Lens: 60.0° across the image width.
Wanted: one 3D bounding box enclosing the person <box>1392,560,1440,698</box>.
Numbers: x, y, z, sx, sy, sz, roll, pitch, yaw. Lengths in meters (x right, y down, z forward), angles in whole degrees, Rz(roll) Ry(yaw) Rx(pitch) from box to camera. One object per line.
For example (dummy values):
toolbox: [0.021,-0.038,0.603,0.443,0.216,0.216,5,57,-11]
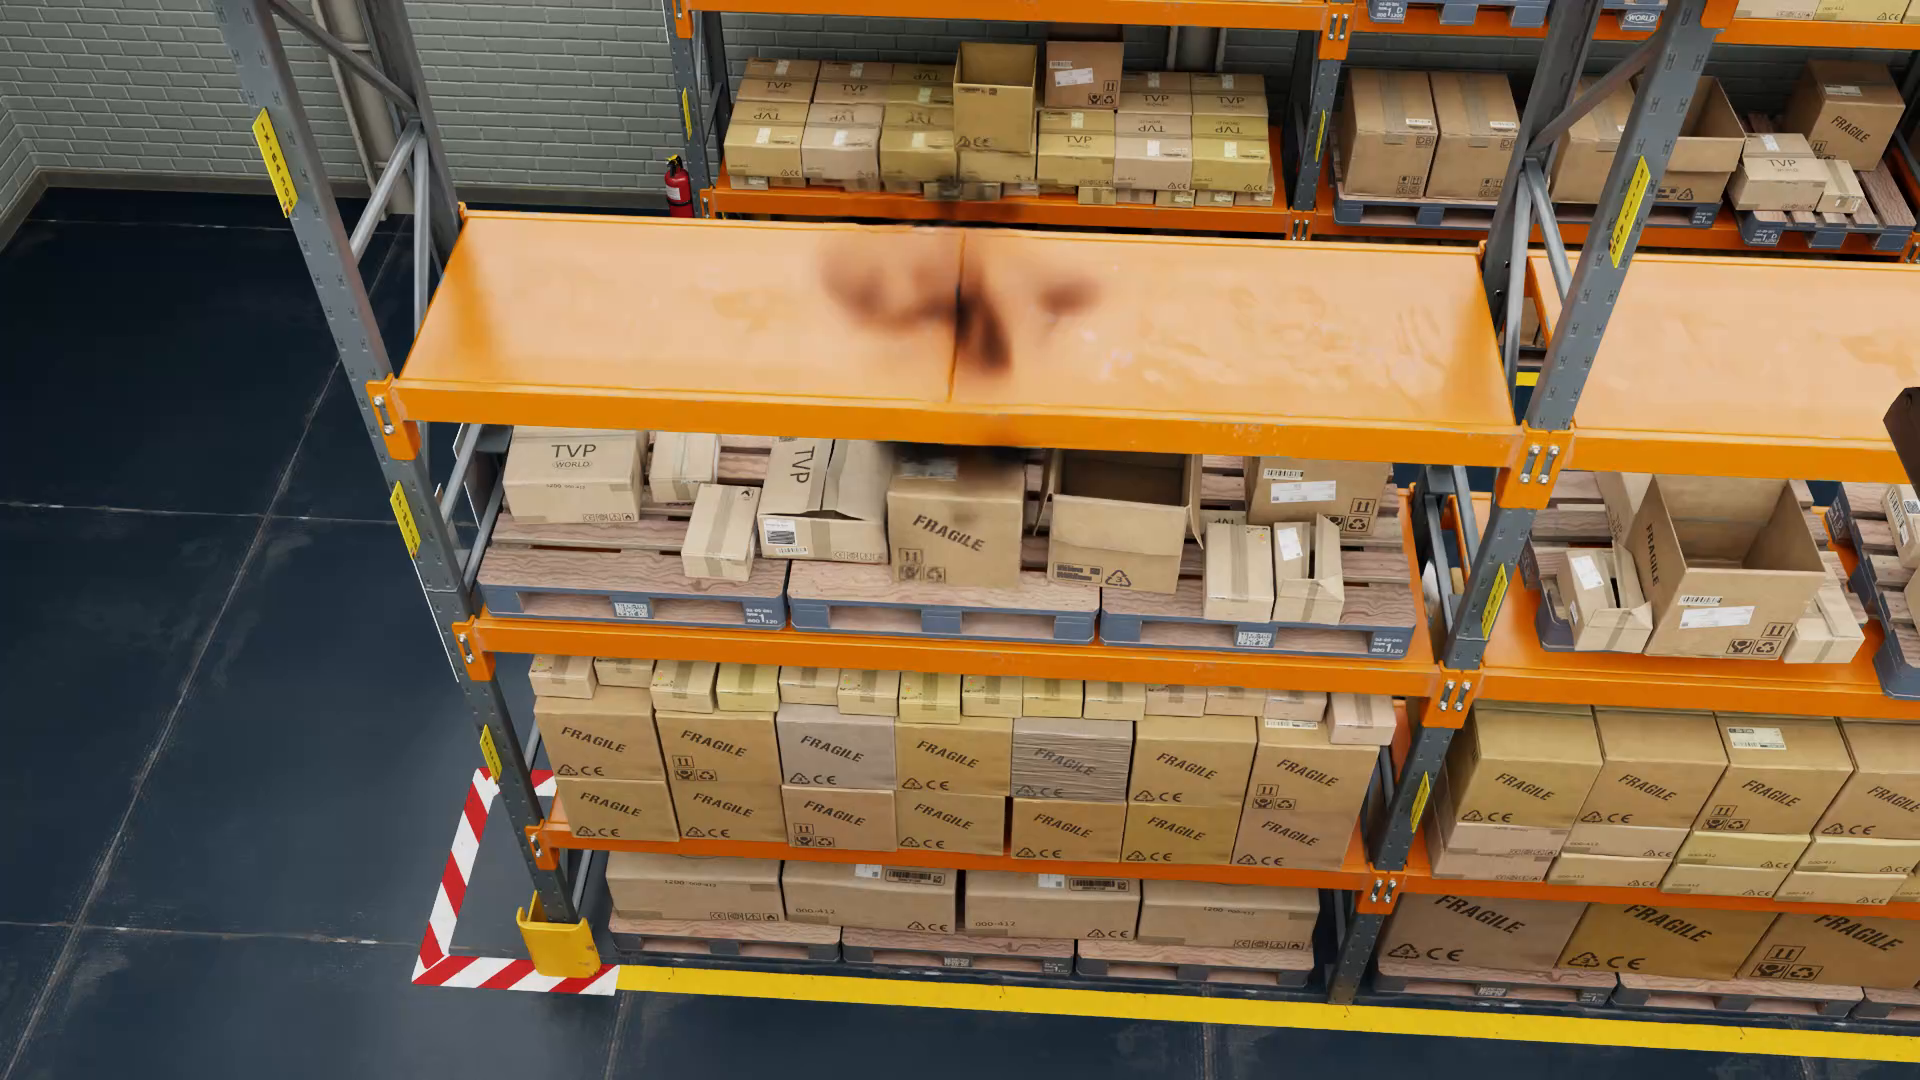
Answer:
person: [2.329,0.386,9.193,1.028,1.802,0.678,3,48,3]
